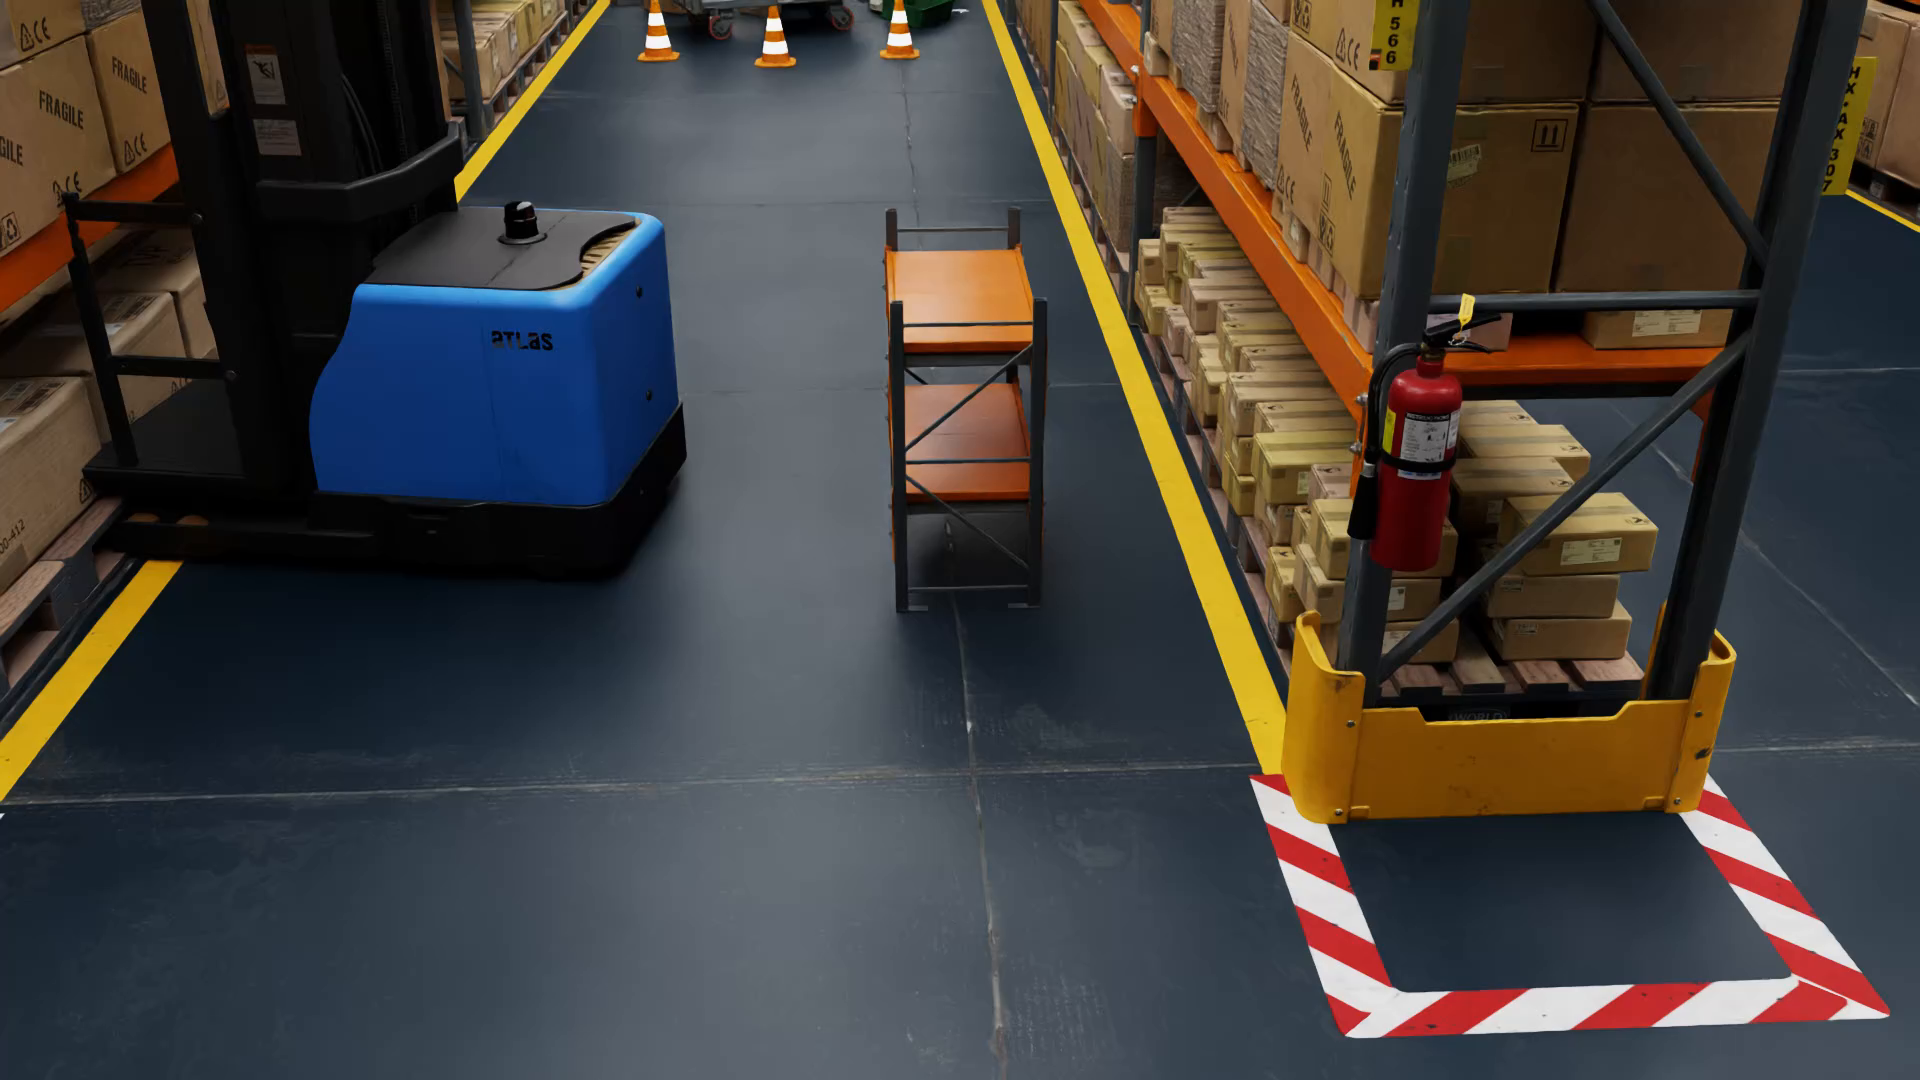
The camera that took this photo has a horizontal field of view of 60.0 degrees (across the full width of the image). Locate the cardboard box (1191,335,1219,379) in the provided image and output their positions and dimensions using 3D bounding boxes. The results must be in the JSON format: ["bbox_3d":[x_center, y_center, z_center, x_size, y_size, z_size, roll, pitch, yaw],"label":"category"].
[{"bbox_3d":[1.144,-0.712,6.678,0.380,0.149,0.250,-2,28,-3],"label":"cardboard box"}]

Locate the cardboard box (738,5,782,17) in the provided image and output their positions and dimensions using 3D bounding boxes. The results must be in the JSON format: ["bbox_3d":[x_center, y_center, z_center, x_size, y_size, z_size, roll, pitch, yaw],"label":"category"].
[{"bbox_3d":[-1.914,-5.174,15.883,0.258,0.266,0.396,-23,35,-37],"label":"cardboard box"}]

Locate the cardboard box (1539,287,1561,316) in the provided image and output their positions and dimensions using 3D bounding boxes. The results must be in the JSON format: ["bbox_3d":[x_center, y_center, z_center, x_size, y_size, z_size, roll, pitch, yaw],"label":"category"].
[{"bbox_3d":[1.806,-0.745,4.707,0.380,0.149,0.250,0,28,-1],"label":"cardboard box"}]

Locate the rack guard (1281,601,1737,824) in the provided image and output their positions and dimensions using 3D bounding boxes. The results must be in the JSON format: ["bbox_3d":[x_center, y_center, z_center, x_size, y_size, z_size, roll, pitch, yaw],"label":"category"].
[{"bbox_3d":[1.546,0.491,4.768,1.175,0.500,0.348,-1,28,-3],"label":"rack guard"}]

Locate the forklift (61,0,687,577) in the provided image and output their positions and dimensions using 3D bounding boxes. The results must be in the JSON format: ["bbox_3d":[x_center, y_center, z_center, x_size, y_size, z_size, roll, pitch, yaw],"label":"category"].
[{"bbox_3d":[-2.663,-1.459,5.879,3.031,2.935,1.130,3,28,7],"label":"forklift"}]

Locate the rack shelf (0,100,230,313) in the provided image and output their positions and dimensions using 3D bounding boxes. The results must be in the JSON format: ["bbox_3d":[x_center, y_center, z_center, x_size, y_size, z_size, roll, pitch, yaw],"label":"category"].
[{"bbox_3d":[-3.493,-1.021,5.742,1.077,0.370,4.000,-1,28,-3],"label":"rack shelf"}]

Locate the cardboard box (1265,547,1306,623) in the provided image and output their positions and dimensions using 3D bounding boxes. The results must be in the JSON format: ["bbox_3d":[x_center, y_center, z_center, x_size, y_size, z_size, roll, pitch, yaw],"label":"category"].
[{"bbox_3d":[1.199,0.141,5.365,0.380,0.149,0.250,-1,28,-1],"label":"cardboard box"}]

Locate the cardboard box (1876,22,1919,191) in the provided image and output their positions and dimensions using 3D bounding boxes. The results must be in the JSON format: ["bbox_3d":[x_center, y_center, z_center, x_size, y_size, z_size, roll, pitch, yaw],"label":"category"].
[{"bbox_3d":[6.198,-2.455,9.556,1.225,0.875,0.875,-2,28,-4],"label":"cardboard box"}]

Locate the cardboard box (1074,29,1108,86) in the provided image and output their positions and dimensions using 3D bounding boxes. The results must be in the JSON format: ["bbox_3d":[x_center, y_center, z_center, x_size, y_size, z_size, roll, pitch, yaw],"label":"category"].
[{"bbox_3d":[0.966,-2.900,10.005,0.500,0.250,0.500,-1,28,-2],"label":"cardboard box"}]

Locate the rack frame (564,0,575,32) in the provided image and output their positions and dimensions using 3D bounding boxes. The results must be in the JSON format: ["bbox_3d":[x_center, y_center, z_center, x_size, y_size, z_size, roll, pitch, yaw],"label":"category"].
[{"bbox_3d":[-4.015,-5.958,14.430,1.000,3.000,0.127,-1,28,-3],"label":"rack frame"}]

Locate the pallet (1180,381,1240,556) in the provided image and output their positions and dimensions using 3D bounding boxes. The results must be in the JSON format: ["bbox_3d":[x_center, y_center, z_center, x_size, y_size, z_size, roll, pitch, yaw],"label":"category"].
[{"bbox_3d":[1.478,-0.319,6.634,1.003,0.211,1.213,-1,28,-3],"label":"pallet"}]

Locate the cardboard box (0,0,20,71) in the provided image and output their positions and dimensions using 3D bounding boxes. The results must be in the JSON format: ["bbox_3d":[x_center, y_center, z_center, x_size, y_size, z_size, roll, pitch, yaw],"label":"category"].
[{"bbox_3d":[-3.198,-1.608,4.901,0.500,0.500,0.500,-2,28,-3],"label":"cardboard box"}]

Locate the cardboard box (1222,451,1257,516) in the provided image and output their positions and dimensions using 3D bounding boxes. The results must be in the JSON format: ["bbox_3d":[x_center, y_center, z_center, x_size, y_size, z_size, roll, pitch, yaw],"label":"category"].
[{"bbox_3d":[1.170,-0.213,6.043,0.380,0.149,0.250,-3,28,-5],"label":"cardboard box"}]

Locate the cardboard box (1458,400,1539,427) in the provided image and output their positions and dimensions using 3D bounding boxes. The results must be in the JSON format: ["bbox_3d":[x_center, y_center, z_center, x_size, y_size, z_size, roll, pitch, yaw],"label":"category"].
[{"bbox_3d":[1.746,-0.375,5.711,0.380,0.149,0.250,-3,28,-5],"label":"cardboard box"}]

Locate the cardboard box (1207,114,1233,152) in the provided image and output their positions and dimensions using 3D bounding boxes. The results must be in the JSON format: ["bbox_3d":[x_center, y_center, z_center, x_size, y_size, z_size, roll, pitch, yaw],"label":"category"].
[{"bbox_3d":[1.146,-1.573,6.293,0.380,0.149,0.250,0,28,0],"label":"cardboard box"}]

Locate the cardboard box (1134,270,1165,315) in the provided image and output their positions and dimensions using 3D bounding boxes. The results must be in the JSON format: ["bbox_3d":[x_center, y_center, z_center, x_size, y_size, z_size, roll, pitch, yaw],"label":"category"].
[{"bbox_3d":[1.039,-1.176,7.890,0.380,0.149,0.250,-3,28,-5],"label":"cardboard box"}]

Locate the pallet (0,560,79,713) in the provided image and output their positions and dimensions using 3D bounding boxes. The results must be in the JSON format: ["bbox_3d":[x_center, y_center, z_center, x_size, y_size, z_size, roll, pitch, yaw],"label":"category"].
[{"bbox_3d":[-3.508,0.453,5.154,1.003,0.211,1.213,-1,28,-3],"label":"pallet"}]

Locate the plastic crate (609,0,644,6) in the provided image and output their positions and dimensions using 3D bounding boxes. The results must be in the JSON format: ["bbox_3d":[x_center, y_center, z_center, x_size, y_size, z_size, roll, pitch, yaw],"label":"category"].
[{"bbox_3d":[-3.278,-5.408,16.533,0.402,0.080,0.583,-11,30,-20],"label":"plastic crate"}]

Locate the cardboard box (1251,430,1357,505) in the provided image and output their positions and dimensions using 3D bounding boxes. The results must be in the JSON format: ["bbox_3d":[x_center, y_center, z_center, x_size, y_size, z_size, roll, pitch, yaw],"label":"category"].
[{"bbox_3d":[1.173,-0.241,5.453,0.380,0.149,0.250,-2,28,-4],"label":"cardboard box"}]

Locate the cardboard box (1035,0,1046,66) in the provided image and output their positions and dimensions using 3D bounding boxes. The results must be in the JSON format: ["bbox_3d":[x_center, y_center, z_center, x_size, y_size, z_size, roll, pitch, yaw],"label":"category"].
[{"bbox_3d":[1.141,-4.153,12.947,1.050,0.750,0.750,-1,28,-2],"label":"cardboard box"}]

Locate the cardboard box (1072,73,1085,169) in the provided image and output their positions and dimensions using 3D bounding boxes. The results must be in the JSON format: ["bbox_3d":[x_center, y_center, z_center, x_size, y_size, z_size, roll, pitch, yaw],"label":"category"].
[{"bbox_3d":[0.975,-2.553,10.150,0.500,0.500,0.500,-2,28,-4],"label":"cardboard box"}]

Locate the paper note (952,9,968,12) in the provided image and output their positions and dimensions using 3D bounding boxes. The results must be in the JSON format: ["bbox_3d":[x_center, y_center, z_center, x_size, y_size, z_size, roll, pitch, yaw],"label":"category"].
[{"bbox_3d":[-0.016,-5.097,15.988,0.147,0.020,0.142,-23,35,-37],"label":"paper note"}]

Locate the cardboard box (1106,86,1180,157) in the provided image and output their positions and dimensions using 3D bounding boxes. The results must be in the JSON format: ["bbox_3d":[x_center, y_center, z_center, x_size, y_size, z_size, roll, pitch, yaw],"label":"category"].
[{"bbox_3d":[1.049,-2.178,8.620,0.500,0.250,0.500,-2,28,-4],"label":"cardboard box"}]

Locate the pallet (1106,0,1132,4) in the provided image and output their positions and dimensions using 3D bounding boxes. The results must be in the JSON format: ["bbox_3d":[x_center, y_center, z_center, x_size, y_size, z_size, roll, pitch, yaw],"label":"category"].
[{"bbox_3d":[1.276,-3.279,9.500,1.003,0.211,1.213,-1,28,-3],"label":"pallet"}]

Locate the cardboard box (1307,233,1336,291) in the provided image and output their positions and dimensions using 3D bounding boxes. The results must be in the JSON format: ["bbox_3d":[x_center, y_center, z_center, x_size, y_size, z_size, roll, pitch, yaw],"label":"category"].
[{"bbox_3d":[1.247,-0.846,4.900,0.380,0.149,0.250,-2,28,-3],"label":"cardboard box"}]

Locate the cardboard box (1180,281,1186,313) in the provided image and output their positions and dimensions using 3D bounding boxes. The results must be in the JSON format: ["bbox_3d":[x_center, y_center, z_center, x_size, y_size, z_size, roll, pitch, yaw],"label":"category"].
[{"bbox_3d":[1.192,-1.082,7.388,0.380,0.149,0.250,-2,28,-3],"label":"cardboard box"}]

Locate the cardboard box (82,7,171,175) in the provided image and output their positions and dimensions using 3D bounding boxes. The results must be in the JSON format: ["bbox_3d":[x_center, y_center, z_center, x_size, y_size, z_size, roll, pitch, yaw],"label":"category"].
[{"bbox_3d":[-3.244,-1.630,6.024,0.500,0.500,0.500,-2,28,-3],"label":"cardboard box"}]

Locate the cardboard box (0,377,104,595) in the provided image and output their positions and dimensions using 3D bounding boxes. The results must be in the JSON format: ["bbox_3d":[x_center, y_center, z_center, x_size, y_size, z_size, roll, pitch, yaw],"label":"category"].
[{"bbox_3d":[-3.579,-0.191,5.689,0.875,0.438,0.875,-1,28,-1],"label":"cardboard box"}]

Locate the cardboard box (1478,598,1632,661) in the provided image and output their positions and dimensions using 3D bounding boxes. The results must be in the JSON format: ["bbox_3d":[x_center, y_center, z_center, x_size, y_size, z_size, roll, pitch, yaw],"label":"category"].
[{"bbox_3d":[1.842,0.246,5.164,0.380,0.149,0.250,-1,28,-2],"label":"cardboard box"}]

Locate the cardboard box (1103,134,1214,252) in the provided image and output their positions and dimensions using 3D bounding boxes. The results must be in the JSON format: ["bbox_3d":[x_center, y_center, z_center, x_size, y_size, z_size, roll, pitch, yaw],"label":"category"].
[{"bbox_3d":[1.051,-1.843,8.789,0.500,0.500,0.500,-2,28,-4],"label":"cardboard box"}]

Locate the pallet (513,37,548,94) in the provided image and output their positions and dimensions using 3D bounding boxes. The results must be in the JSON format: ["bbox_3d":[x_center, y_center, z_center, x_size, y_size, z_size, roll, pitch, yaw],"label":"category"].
[{"bbox_3d":[-3.906,-3.797,13.302,1.003,0.211,1.213,-1,28,-3],"label":"pallet"}]

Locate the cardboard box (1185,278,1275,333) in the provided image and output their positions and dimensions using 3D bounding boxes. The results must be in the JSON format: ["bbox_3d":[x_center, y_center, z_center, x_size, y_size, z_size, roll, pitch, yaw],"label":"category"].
[{"bbox_3d":[1.138,-0.968,6.847,0.380,0.149,0.250,-1,28,-2],"label":"cardboard box"}]

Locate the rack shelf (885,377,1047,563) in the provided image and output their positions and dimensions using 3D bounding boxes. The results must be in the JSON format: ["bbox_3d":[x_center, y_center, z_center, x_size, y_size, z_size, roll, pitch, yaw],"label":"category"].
[{"bbox_3d":[0.000,-0.279,6.097,0.538,0.278,1.000,-1,28,-3],"label":"rack shelf"}]

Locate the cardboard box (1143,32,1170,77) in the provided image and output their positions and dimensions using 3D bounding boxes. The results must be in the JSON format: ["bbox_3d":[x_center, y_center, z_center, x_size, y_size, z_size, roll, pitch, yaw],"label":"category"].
[{"bbox_3d":[1.029,-2.180,7.457,0.380,0.149,0.250,0,28,-1],"label":"cardboard box"}]

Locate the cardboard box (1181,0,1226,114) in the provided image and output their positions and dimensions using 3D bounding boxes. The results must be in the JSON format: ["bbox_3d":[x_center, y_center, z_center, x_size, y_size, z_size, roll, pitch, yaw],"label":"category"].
[{"bbox_3d":[1.138,-1.909,6.237,0.500,0.500,0.500,-2,28,-4],"label":"cardboard box"}]

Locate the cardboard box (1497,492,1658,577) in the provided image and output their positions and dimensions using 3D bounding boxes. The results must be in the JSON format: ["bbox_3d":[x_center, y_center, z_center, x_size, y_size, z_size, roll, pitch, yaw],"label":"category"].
[{"bbox_3d":[1.862,-0.019,5.027,0.380,0.149,0.250,-3,28,-5],"label":"cardboard box"}]

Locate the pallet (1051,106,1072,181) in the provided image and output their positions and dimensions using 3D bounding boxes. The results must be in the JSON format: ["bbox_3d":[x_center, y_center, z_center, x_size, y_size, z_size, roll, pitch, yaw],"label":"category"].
[{"bbox_3d":[1.171,-2.680,11.159,1.003,0.211,1.213,-1,28,-3],"label":"pallet"}]

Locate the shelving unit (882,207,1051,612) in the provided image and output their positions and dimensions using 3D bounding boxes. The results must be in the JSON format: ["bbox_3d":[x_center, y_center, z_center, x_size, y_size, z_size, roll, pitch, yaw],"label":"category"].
[{"bbox_3d":[0.000,-0.496,5.984,0.538,1.125,1.048,-1,28,-3],"label":"shelving unit"}]

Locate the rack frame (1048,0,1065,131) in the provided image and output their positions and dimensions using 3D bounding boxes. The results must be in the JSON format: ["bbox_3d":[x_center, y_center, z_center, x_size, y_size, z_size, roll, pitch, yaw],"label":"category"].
[{"bbox_3d":[1.132,-4.277,11.207,1.000,3.000,0.127,-1,28,-3],"label":"rack frame"}]

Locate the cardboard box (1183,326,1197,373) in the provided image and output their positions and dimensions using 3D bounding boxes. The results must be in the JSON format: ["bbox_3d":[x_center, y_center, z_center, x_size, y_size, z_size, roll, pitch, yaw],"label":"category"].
[{"bbox_3d":[1.181,-0.823,7.214,0.380,0.149,0.250,-2,28,-4],"label":"cardboard box"}]

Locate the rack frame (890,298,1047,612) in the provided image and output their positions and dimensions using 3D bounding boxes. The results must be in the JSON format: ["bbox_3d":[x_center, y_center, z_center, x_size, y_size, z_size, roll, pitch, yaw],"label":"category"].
[{"bbox_3d":[0.027,-0.261,5.534,0.500,1.125,0.032,-1,28,-3],"label":"rack frame"}]

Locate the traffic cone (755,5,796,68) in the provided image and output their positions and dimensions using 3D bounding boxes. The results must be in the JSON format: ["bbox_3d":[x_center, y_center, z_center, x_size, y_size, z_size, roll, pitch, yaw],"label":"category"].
[{"bbox_3d":[-1.538,-4.185,13.773,0.336,0.463,0.334,-1,28,-3],"label":"traffic cone"}]

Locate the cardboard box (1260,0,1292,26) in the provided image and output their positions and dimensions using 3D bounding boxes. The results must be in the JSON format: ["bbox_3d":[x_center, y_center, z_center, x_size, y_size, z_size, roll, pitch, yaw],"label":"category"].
[{"bbox_3d":[1.215,-1.881,5.102,0.500,0.500,0.500,0,28,0],"label":"cardboard box"}]

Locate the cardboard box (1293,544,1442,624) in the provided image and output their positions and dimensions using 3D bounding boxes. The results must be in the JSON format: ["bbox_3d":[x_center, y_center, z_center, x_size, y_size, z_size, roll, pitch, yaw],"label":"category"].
[{"bbox_3d":[1.237,0.127,5.070,0.380,0.149,0.250,-2,28,-4],"label":"cardboard box"}]

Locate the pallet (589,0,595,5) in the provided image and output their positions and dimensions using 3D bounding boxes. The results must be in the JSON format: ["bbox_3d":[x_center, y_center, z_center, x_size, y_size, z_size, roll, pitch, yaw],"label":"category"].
[{"bbox_3d":[-4.152,-5.596,16.750,1.003,0.211,1.213,-1,28,-3],"label":"pallet"}]

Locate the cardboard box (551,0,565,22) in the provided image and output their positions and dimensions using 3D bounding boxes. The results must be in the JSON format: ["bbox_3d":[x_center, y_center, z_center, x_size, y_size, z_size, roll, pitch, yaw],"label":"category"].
[{"bbox_3d":[-3.985,-4.737,14.476,0.950,0.372,0.625,-1,28,-2],"label":"cardboard box"}]

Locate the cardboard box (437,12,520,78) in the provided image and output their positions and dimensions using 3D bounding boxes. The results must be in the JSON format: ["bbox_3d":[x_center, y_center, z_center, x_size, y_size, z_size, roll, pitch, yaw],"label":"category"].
[{"bbox_3d":[-3.872,-3.734,12.552,0.950,0.372,0.625,-2,28,-4],"label":"cardboard box"}]

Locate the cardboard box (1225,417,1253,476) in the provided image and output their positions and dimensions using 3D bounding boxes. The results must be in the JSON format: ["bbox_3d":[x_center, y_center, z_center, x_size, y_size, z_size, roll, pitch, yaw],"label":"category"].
[{"bbox_3d":[1.168,-0.352,5.988,0.380,0.149,0.250,-1,28,-2],"label":"cardboard box"}]

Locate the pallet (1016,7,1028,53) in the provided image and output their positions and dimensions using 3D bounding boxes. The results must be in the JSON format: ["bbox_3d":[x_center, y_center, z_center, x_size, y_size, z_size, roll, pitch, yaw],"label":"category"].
[{"bbox_3d":[1.039,-4.533,14.713,1.003,0.211,1.213,-1,28,-3],"label":"pallet"}]

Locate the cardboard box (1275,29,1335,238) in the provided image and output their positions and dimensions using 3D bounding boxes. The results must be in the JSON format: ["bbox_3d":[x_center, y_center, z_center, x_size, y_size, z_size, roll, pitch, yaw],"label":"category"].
[{"bbox_3d":[1.247,-1.198,4.873,0.500,0.500,0.500,-2,28,-3],"label":"cardboard box"}]

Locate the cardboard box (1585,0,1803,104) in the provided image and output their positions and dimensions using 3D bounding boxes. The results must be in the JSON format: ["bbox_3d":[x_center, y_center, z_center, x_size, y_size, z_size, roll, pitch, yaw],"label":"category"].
[{"bbox_3d":[1.791,-1.416,4.210,0.500,0.500,0.500,-2,28,-3],"label":"cardboard box"}]

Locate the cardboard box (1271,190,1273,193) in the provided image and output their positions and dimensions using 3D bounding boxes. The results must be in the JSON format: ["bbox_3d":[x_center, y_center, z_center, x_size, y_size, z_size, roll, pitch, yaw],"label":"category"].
[{"bbox_3d":[1.271,-1.212,5.601,0.380,0.149,0.250,-3,28,-5],"label":"cardboard box"}]

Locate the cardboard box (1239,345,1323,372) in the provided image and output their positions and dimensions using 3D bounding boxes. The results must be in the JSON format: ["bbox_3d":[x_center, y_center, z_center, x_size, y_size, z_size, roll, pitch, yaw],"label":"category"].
[{"bbox_3d":[1.250,-0.609,6.159,0.380,0.149,0.250,-2,28,-4],"label":"cardboard box"}]

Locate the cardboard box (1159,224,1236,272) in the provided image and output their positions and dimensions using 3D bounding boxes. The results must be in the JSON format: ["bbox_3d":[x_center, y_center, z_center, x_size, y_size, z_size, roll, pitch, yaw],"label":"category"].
[{"bbox_3d":[1.107,-1.323,7.528,0.380,0.149,0.250,0,28,0],"label":"cardboard box"}]

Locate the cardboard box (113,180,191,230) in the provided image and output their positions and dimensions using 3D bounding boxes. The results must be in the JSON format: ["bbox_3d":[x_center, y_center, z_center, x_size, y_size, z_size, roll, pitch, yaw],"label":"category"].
[{"bbox_3d":[-3.709,-1.792,8.286,0.875,0.875,0.875,-1,28,-1],"label":"cardboard box"}]
